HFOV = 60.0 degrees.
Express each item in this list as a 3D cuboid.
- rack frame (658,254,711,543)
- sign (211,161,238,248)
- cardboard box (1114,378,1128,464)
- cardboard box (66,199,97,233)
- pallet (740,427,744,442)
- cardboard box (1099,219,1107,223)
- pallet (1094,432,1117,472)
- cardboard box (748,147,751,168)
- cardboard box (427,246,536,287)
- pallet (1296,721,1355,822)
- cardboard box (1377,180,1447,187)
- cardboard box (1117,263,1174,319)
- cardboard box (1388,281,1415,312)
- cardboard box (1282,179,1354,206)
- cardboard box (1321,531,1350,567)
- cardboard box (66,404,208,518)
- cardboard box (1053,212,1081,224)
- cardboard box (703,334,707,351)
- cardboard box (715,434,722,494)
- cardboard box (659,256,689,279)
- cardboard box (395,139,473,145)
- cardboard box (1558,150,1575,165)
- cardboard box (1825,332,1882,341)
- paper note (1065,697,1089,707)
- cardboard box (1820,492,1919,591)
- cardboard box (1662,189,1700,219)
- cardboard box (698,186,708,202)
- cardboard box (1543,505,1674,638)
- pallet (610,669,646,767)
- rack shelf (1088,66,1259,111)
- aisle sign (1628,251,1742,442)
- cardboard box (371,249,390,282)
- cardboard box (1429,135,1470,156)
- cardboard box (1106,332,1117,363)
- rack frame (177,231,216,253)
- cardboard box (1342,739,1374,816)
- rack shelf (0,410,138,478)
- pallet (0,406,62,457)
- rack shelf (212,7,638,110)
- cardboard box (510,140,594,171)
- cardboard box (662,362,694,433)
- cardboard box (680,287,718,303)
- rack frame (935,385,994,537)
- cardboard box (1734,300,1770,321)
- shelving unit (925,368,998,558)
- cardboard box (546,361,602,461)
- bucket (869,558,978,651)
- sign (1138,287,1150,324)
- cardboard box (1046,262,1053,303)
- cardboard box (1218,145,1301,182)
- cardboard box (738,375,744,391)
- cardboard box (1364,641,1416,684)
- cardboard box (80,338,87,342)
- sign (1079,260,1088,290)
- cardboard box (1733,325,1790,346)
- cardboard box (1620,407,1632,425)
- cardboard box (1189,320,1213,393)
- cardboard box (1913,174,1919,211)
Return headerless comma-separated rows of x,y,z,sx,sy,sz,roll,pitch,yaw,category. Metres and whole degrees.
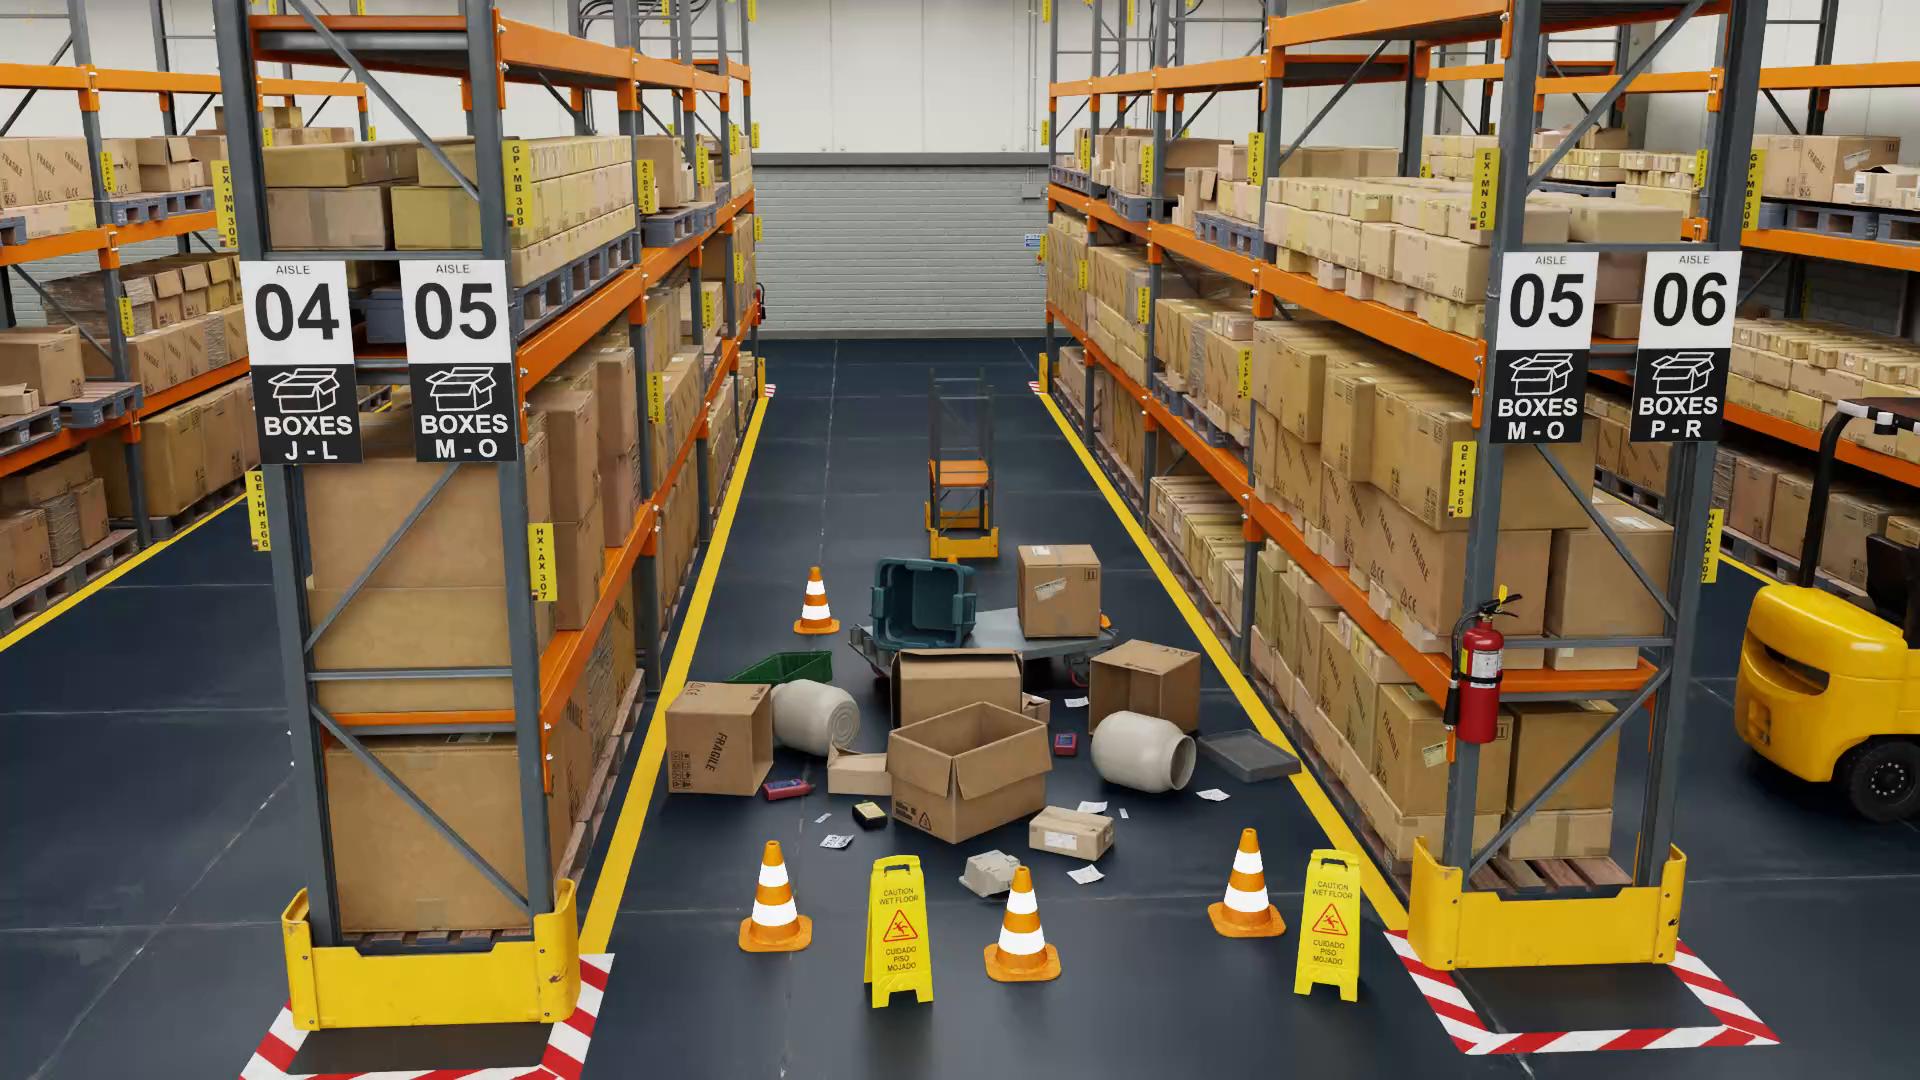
-2.747,-1.434,14.580,1.000,3.000,0.127,-1,14,-3,rack frame
-2.793,-1.283,6.354,0.100,0.325,0.005,-1,14,-3,sign
2.122,-1.327,17.586,0.875,0.875,0.875,0,14,-2,cardboard box
-7.429,-2.648,13.580,0.500,0.250,0.500,-1,14,-3,cardboard box
-3.071,-1.245,19.441,1.003,0.211,1.213,-1,14,-3,pallet
1.974,-4.031,21.164,0.380,0.149,0.250,-1,14,-4,cardboard box
2.063,-0.989,18.447,1.003,0.211,1.213,-1,14,-3,pallet
-2.960,-4.935,21.466,0.500,0.250,0.500,-1,14,-5,cardboard box
-1.952,-1.117,6.791,0.380,0.149,0.250,-1,14,-3,cardboard box
2.591,1.280,9.627,1.003,0.211,1.213,-1,14,-3,pallet
2.692,-2.053,9.870,0.380,0.149,0.250,-1,14,-2,cardboard box
1.830,-2.444,16.298,0.500,0.500,0.500,-1,14,-3,cardboard box
2.339,-1.215,8.212,0.380,0.149,0.250,-1,14,-4,cardboard box
2.174,-2.110,10.093,0.380,0.149,0.250,0,14,-2,cardboard box
2.248,0.045,9.337,0.380,0.149,0.250,-1,14,-4,cardboard box
-7.725,-0.729,15.261,1.225,0.875,0.875,-2,15,-6,cardboard box
1.438,-4.279,22.130,0.380,0.149,0.250,-1,14,-2,cardboard box
-2.644,-1.897,16.042,0.380,0.149,0.250,0,14,-2,cardboard box
-2.570,-0.732,16.024,0.500,0.500,0.500,-1,14,-3,cardboard box
-3.294,-3.218,18.711,0.500,0.500,0.500,-1,14,-5,cardboard box
-2.735,-1.996,8.605,0.380,0.149,0.250,-1,14,-4,cardboard box
6.578,-4.061,17.635,0.380,0.149,0.250,-1,14,-4,cardboard box
7.470,-1.643,13.890,0.380,0.149,0.250,-1,14,-4,cardboard box
0.765,1.055,10.864,0.148,0.019,0.142,-1,14,-3,paper note
7.305,0.006,12.908,0.875,0.625,0.625,-1,14,-4,cardboard box
6.867,-3.117,15.403,0.500,0.250,0.500,-1,14,-5,cardboard box
-2.516,-3.081,14.762,0.500,0.500,0.500,-1,14,-3,cardboard box
2.931,0.139,7.667,0.500,0.500,0.500,-1,14,-4,cardboard box
-2.530,1.102,10.321,1.003,0.211,1.213,-1,14,-3,pallet
2.064,-4.396,16.300,1.077,0.370,4.000,-1,14,-3,rack shelf
2.996,-0.794,6.877,0.394,0.787,0.004,-1,14,-3,aisle sign
-2.625,-1.167,6.985,0.380,0.149,0.250,-1,14,-3,cardboard box
6.435,-5.128,21.618,0.500,0.250,0.500,-1,14,-4,cardboard box
1.775,-1.963,16.939,0.500,0.250,0.500,-1,14,-4,cardboard box
-7.951,-2.377,18.247,1.000,3.000,0.127,-1,14,-3,rack frame
2.340,1.256,8.799,0.500,0.250,0.500,-1,14,-3,cardboard box
-7.579,-0.537,12.537,1.077,0.370,4.000,-1,14,-3,rack shelf
-7.540,-0.798,12.493,1.003,0.211,1.213,-1,14,-3,pallet
-2.375,-2.305,8.172,1.077,0.370,4.000,-1,14,-3,rack shelf
-2.064,-1.945,8.405,0.380,0.149,0.250,-1,14,-3,cardboard box
-2.390,-1.126,13.183,0.500,0.500,0.500,-1,14,-4,cardboard box
-2.743,-2.571,17.466,0.380,0.149,0.250,-1,14,-5,cardboard box
0.037,-0.579,14.266,0.500,1.500,0.032,-1,14,-3,rack frame
7.266,-1.995,15.718,0.500,0.500,0.500,0,14,-1,cardboard box
0.005,-0.707,14.766,0.587,1.500,1.083,-1,14,-3,shelving unit
-2.464,-0.671,9.147,0.875,0.550,0.550,-1,14,-3,cardboard box
-0.189,0.408,10.939,0.726,0.611,0.620,4,5,16,bucket
1.634,-2.087,14.794,0.100,0.325,0.005,-1,14,-3,sign
1.435,-3.450,22.214,0.500,0.500,0.500,-1,14,-4,cardboard box
2.187,-2.762,12.176,0.500,0.250,0.500,-1,14,-3,cardboard box
-2.805,-1.889,20.034,0.380,0.149,0.250,-1,14,-2,cardboard box
2.284,0.619,8.468,0.380,0.149,0.250,0,14,-2,cardboard box
-7.981,-1.550,14.830,0.500,0.500,0.500,0,14,-2,cardboard box
1.386,-2.979,18.689,0.100,0.325,0.005,-1,14,-3,sign
6.927,-1.762,14.352,0.380,0.149,0.250,0,14,-2,cardboard box
6.867,-1.239,16.694,0.380,0.149,0.250,0,14,-2,cardboard box
2.087,-1.430,12.924,0.500,0.500,0.500,-1,14,-6,cardboard box
7.101,-2.456,11.667,0.500,0.311,0.500,-1,14,-5,cardboard box
